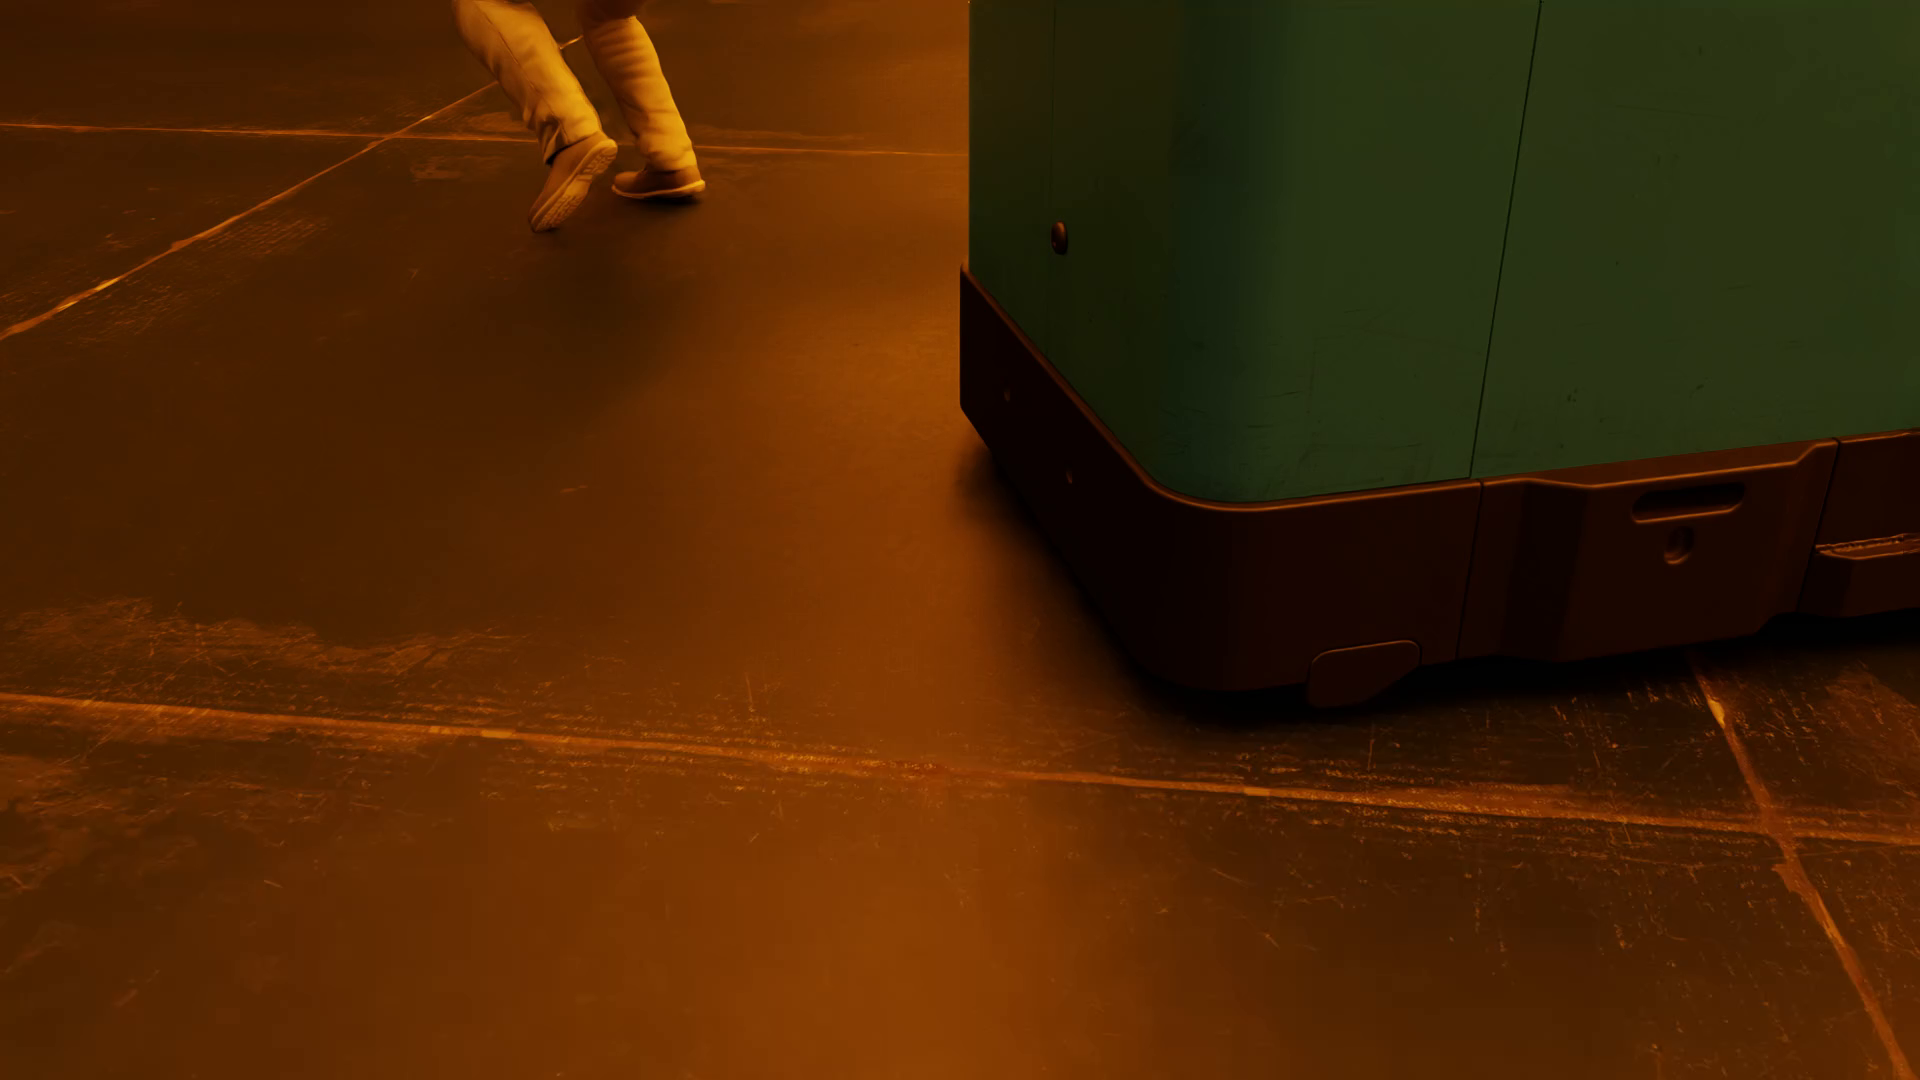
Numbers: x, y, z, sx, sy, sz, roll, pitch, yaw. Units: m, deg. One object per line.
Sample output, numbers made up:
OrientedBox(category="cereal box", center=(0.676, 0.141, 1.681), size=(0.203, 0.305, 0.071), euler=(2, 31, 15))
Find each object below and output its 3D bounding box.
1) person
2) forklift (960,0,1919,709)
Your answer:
OrientedBox(category="person", center=(-0.854, -1.525, 3.810), size=(0.619, 1.583, 0.706), euler=(10, 28, 19))
OrientedBox(category="forklift", center=(1.575, -1.452, 2.127), size=(3.031, 2.935, 1.130), euler=(-7, 27, -13))
